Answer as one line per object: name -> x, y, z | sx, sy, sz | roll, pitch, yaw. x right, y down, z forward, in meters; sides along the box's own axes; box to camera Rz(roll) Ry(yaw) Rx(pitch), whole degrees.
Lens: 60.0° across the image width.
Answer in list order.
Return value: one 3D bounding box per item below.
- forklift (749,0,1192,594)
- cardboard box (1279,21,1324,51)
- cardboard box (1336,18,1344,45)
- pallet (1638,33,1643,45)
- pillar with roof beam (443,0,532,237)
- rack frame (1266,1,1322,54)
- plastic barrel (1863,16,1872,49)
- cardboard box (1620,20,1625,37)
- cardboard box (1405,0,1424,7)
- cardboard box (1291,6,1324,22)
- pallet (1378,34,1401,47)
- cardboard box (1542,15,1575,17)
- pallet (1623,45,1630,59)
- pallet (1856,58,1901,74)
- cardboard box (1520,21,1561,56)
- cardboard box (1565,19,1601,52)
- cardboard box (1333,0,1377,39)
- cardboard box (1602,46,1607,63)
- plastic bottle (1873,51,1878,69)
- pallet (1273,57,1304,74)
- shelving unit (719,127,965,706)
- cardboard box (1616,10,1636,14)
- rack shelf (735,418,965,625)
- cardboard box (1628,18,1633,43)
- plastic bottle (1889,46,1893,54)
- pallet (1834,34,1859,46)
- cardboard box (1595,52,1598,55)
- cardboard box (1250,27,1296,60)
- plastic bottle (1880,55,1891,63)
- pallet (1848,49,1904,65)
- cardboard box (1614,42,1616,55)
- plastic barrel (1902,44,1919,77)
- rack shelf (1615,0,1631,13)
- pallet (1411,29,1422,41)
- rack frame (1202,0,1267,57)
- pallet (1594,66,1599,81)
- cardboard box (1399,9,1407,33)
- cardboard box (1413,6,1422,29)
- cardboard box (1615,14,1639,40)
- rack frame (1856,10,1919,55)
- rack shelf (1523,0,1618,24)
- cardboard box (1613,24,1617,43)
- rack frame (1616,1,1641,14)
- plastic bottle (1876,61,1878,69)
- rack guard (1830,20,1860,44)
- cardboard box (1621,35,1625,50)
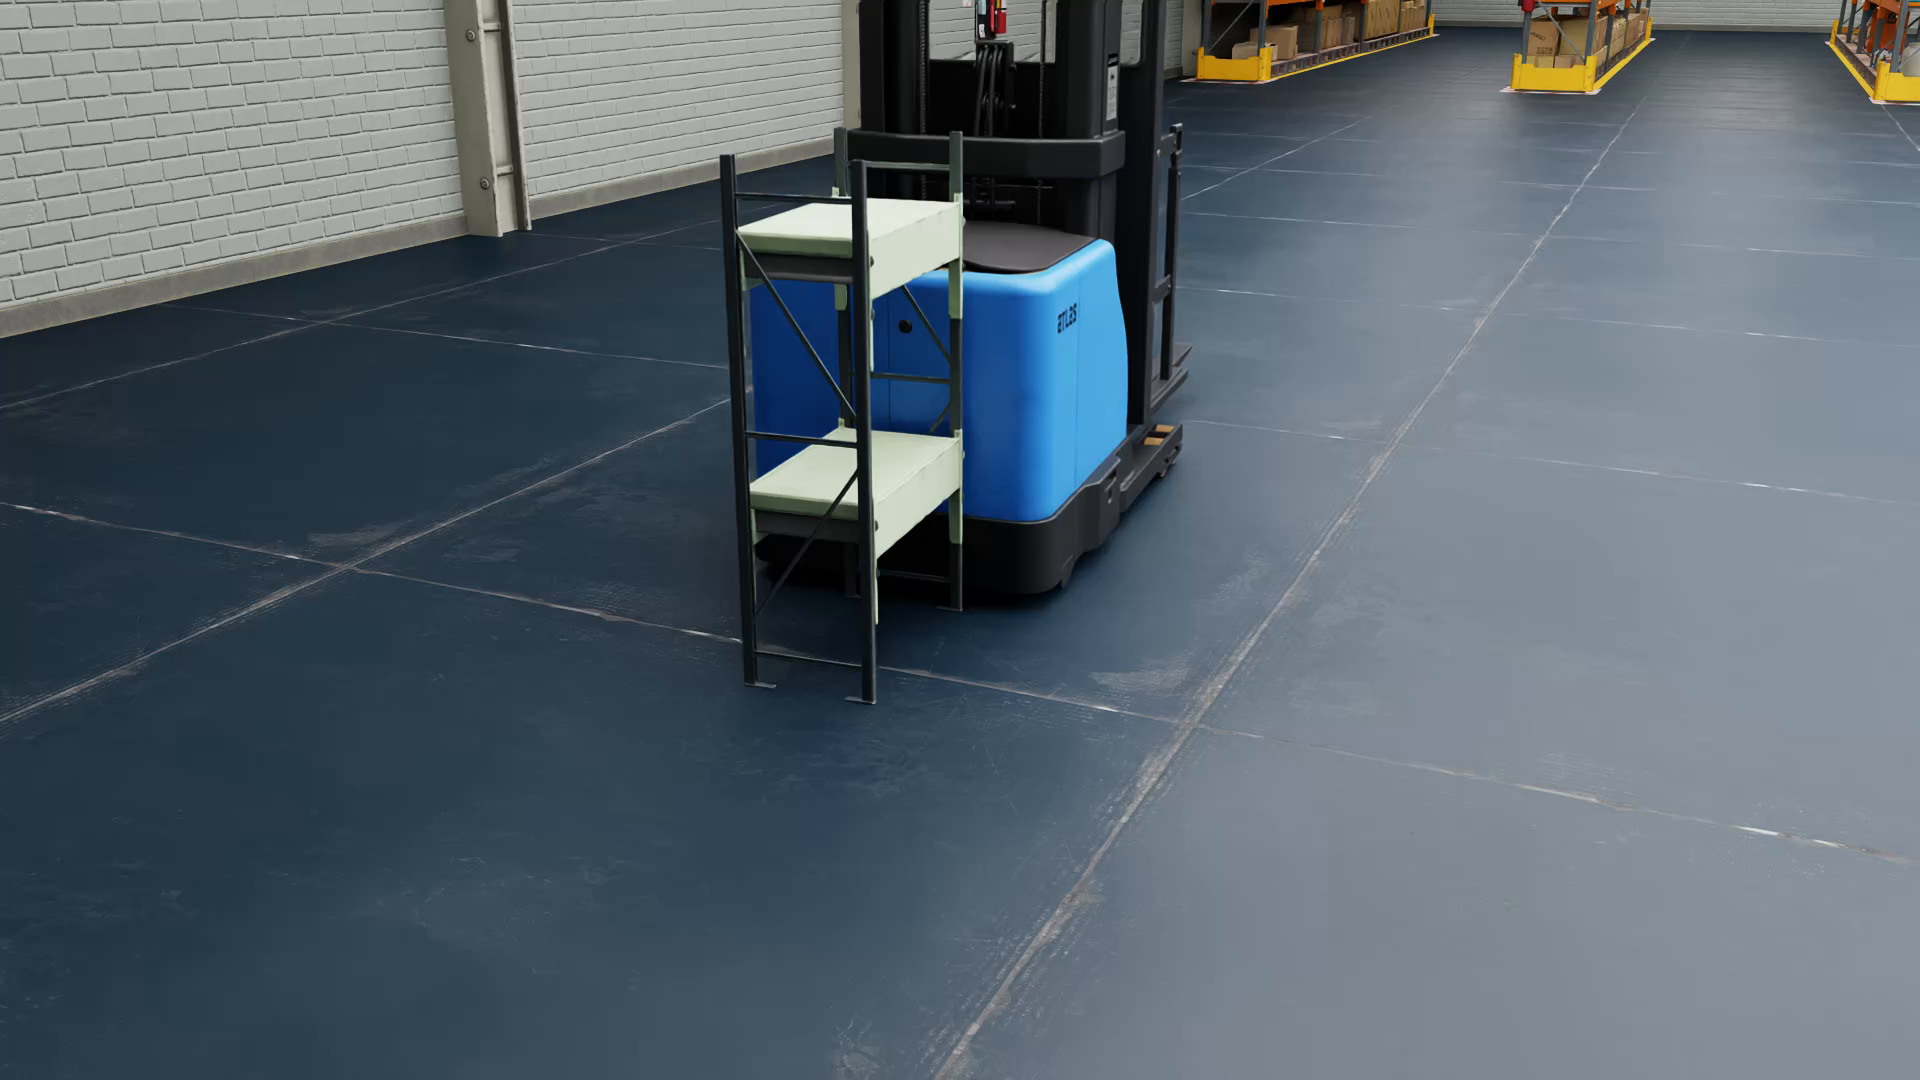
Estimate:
forklift -> 0.280, -1.667, 6.281 | 1.130, 2.935, 3.031 | 7, 21, 18
cardboard box -> 6.337, -9.377, 30.933 | 0.700, 0.500, 0.500 | 9, 22, 25
cardboard box -> 7.125, -10.004, 32.696 | 0.700, 0.500, 0.500 | 9, 21, 23
pallet -> 14.628, -11.157, 37.027 | 1.003, 0.211, 1.213 | 9, 21, 23
pillar with roof beam -> 0.467, -5.964, 9.308 | 9.100, 9.000, 0.400 | 9, 21, 23
rack frame -> 6.051, -10.120, 29.949 | 1.000, 3.000, 0.127 | 9, 21, 23
plastic barrel -> 17.375, -9.542, 31.297 | 0.600, 0.588, 0.708 | 9, 21, 23
cardboard box -> 12.013, -9.477, 30.781 | 0.500, 0.311, 0.500 | 8, 21, 22
cardboard box -> 10.779, -12.744, 39.463 | 0.380, 0.149, 0.250 | 9, 22, 24
cardboard box -> 6.514, -9.865, 31.188 | 0.500, 0.250, 0.500 | 8, 21, 22
pallet -> 9.080, -11.006, 36.601 | 1.003, 0.211, 1.213 | 9, 21, 23
cardboard box -> 9.899, -8.445, 27.595 | 0.500, 0.500, 0.500 | 9, 21, 23
pallet -> 12.550, -9.574, 32.574 | 1.003, 0.211, 1.213 | 9, 21, 23
pallet -> 15.874, -8.067, 28.336 | 1.003, 0.211, 1.213 | 9, 21, 23
cardboard box -> 8.882, -7.679, 25.443 | 0.500, 0.500, 0.500 | 9, 21, 23
cardboard box -> 9.752, -7.916, 26.108 | 0.500, 0.500, 0.500 | 9, 21, 23
cardboard box -> 8.110, -10.735, 34.259 | 0.750, 0.750, 0.750 | 8, 21, 22
cardboard box -> 10.581, -8.172, 27.948 | 0.500, 0.250, 0.500 | 9, 21, 23
plastic bottle -> 14.452, -7.545, 26.116 | 0.152, 0.276, 0.135 | 9, 22, 25
pallet -> 5.310, -8.222, 28.773 | 1.003, 0.211, 1.213 | 9, 21, 23
shelving unit -> -0.306, -0.382, 4.805 | 0.431, 1.500, 0.755 | 7, 21, 18
cardboard box -> 14.612, -11.493, 36.879 | 0.797, 0.503, 0.637 | 9, 21, 23
rack shelf -> -0.306, -0.075, 4.914 | 0.431, 0.370, 0.720 | 7, 21, 18
cardboard box -> 12.866, -9.955, 32.558 | 0.500, 0.500, 0.500 | 8, 21, 21
plastic bottle -> 14.512, -7.510, 25.907 | 0.144, 0.351, 0.185 | 9, 21, 23
pallet -> 19.630, -10.869, 36.215 | 1.003, 0.211, 1.213 | 9, 21, 23
cardboard box -> 9.763, -7.561, 26.229 | 0.500, 0.250, 0.500 | 9, 21, 23
cardboard box -> 5.358, -8.518, 28.517 | 0.700, 0.500, 0.500 | 7, 21, 19
plastic bottle -> 13.932, -7.157, 25.025 | 0.152, 0.276, 0.135 | 9, 21, 23
pallet -> 17.012, -8.917, 30.726 | 1.003, 0.211, 1.213 | 9, 21, 23
cardboard box -> 11.383, -8.748, 29.568 | 0.500, 0.250, 0.500 | 8, 21, 21
plastic barrel -> 13.651, -6.775, 23.630 | 0.421, 0.512, 0.421 | 0, 20, 0
rack shelf -> 11.391, -9.714, 29.881 | 1.077, 0.370, 4.000 | 9, 21, 23
pallet -> 10.208, -11.848, 38.969 | 1.003, 0.211, 1.213 | 9, 21, 23
rack frame -> 4.413, -8.897, 26.511 | 1.000, 3.000, 0.127 | 9, 21, 23
pallet -> 9.710, -7.516, 26.788 | 1.003, 0.211, 1.213 | 9, 21, 23
cardboard box -> 9.727, -11.800, 37.777 | 0.700, 0.500, 0.500 | 9, 21, 23
cardboard box -> 10.565, -12.428, 39.542 | 0.700, 0.500, 0.500 | 8, 21, 23
cardboard box -> 13.697, -10.577, 34.306 | 0.500, 0.500, 0.500 | 9, 21, 23
rack frame -> 16.727, -9.984, 29.565 | 1.000, 3.000, 0.127 | 9, 21, 23
rack shelf -> 9.753, -8.491, 26.442 | 1.077, 0.370, 4.000 | 9, 21, 23
cardboard box -> 11.178, -8.853, 29.025 | 0.500, 0.311, 0.500 | 8, 21, 22
rack frame -> 13.848, -11.887, 34.918 | 1.000, 3.000, 0.127 | 9, 21, 23
plastic bottle -> 14.166, -7.319, 25.592 | 0.097, 0.201, 0.097 | 0, 20, 0
rack guard -> 20.001, -11.261, 36.886 | 1.175, 0.500, 0.348 | 9, 21, 23
cardboard box -> 12.217, -9.373, 31.323 | 0.500, 0.250, 0.500 | 9, 22, 24
